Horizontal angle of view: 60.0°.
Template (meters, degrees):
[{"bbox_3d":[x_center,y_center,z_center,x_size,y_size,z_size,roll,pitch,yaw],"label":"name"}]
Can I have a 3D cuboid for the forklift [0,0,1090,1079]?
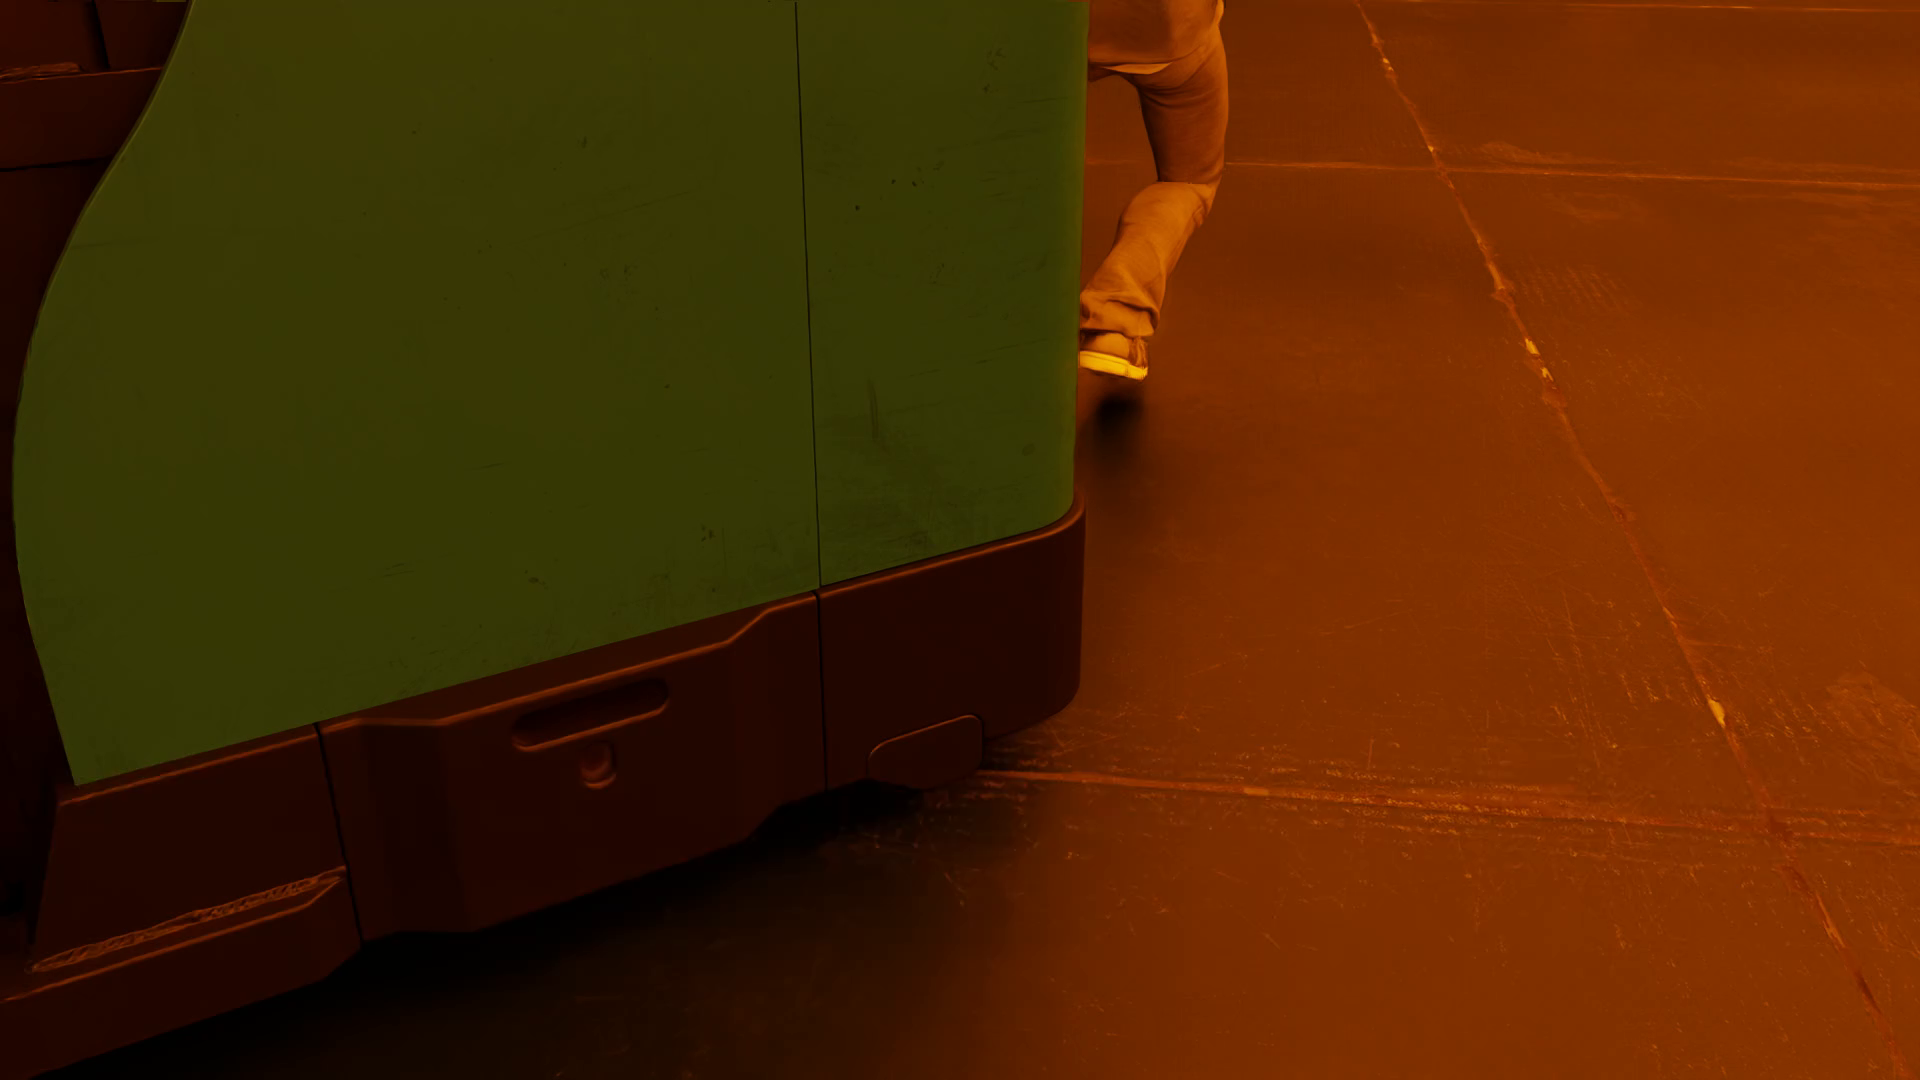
[{"bbox_3d":[-1.389,-0.920,1.061,3.031,2.935,1.130,-15,30,-27],"label":"forklift"}]

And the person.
[{"bbox_3d":[0.099,-0.989,2.798,0.887,1.505,0.696,4,27,8],"label":"person"}]
